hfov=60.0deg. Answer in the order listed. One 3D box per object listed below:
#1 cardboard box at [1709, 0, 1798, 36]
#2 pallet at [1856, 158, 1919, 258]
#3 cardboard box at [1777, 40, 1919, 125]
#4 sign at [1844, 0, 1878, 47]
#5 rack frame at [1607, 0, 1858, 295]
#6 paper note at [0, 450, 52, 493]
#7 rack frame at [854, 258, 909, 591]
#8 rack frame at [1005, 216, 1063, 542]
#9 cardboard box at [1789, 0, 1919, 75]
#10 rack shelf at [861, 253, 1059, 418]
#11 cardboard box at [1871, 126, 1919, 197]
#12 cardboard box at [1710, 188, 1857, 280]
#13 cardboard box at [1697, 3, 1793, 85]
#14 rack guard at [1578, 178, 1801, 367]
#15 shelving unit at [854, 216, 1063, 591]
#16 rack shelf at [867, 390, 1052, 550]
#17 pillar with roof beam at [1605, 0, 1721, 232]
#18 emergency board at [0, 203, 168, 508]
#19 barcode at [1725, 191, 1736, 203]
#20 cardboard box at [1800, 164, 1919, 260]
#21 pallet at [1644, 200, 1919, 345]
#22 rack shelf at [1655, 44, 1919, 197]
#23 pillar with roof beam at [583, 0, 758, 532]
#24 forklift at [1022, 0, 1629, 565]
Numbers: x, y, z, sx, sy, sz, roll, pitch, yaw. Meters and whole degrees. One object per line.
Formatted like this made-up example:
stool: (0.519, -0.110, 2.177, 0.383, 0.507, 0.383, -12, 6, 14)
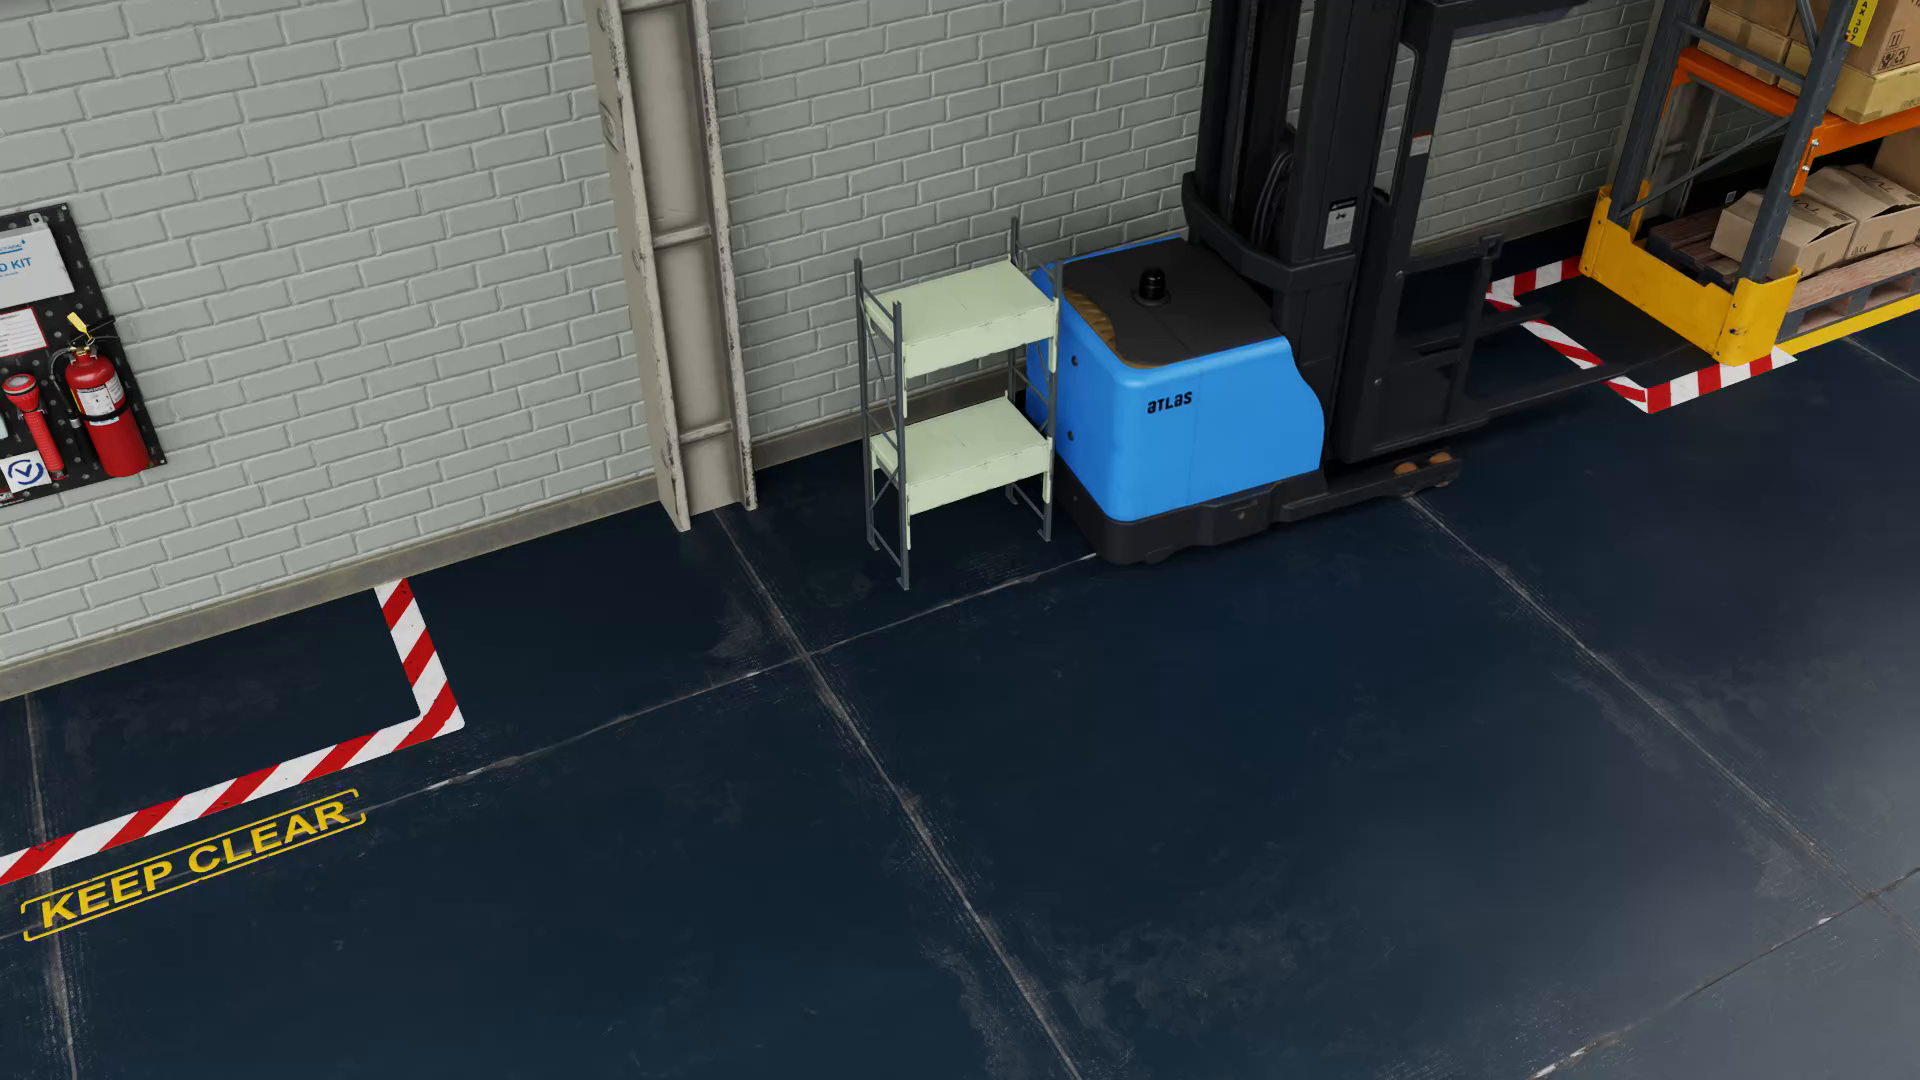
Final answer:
cardboard box: (4.214, -2.914, 8.379, 0.500, 0.500, 0.500, -19, 44, -21)
pallet: (5.779, -1.957, 9.887, 1.213, 0.211, 1.003, -19, 44, -21)
cardboard box: (4.474, -2.329, 8.269, 0.500, 0.250, 0.500, -20, 44, -22)
sign: (4.145, -2.434, 7.623, 0.005, 0.325, 0.100, -19, 44, -21)
rack frame: (3.894, -2.414, 8.270, 0.127, 3.000, 1.000, -19, 44, -21)
paper note: (-3.604, -0.263, 6.410, 0.142, 0.148, 0.016, -19, 44, -21)
rack frame: (-0.331, -0.461, 7.123, 0.023, 1.500, 0.400, -19, 44, -21)
rack frame: (0.319, -0.680, 7.381, 0.023, 1.500, 0.400, -19, 44, -21)
cardboard box: (4.457, -2.621, 8.034, 0.500, 0.500, 0.500, -19, 44, -21)
rack shelf: (-0.006, -0.868, 7.000, 0.720, 0.370, 0.431, -19, 44, -21)
cardboard box: (5.729, -2.144, 9.544, 0.500, 0.500, 0.700, -21, 45, -23)
cardboard box: (4.549, -1.711, 9.179, 0.500, 0.311, 0.500, -24, 46, -25)
cardboard box: (4.219, -2.615, 8.608, 0.500, 0.250, 0.500, -18, 43, -20)
rack guard: (3.962, -1.483, 9.104, 0.348, 0.500, 1.175, -19, 44, -21)
shelving unit: (-0.006, -0.570, 7.252, 0.755, 1.500, 0.431, -19, 44, -21)
rack shelf: (-0.006, -0.322, 7.463, 0.720, 0.370, 0.431, -19, 44, -21)
pillar with roof beam: (6.104, -2.942, 4.249, 0.400, 9.000, 9.100, -19, 44, -21)
emergency board: (-3.415, -0.613, 6.141, 0.643, 1.169, 0.194, -19, 44, -21)
barcode: (4.381, -1.949, 9.453, 0.075, 0.075, 0.001, -19, 44, -21)
cardboard box: (5.055, -1.881, 9.380, 0.500, 0.311, 0.500, -15, 43, -17)
pallet: (4.699, -1.595, 9.460, 1.213, 0.211, 1.003, -19, 44, -21)
rack shelf: (5.668, -2.737, 9.207, 4.000, 0.370, 1.077, -19, 44, -21)
pillar with roof beam: (0.783, -1.151, 2.134, 0.400, 9.000, 9.100, -19, 44, -21)
forklift: (1.865, -1.626, 7.391, 3.031, 2.935, 1.130, -15, 43, -17)
